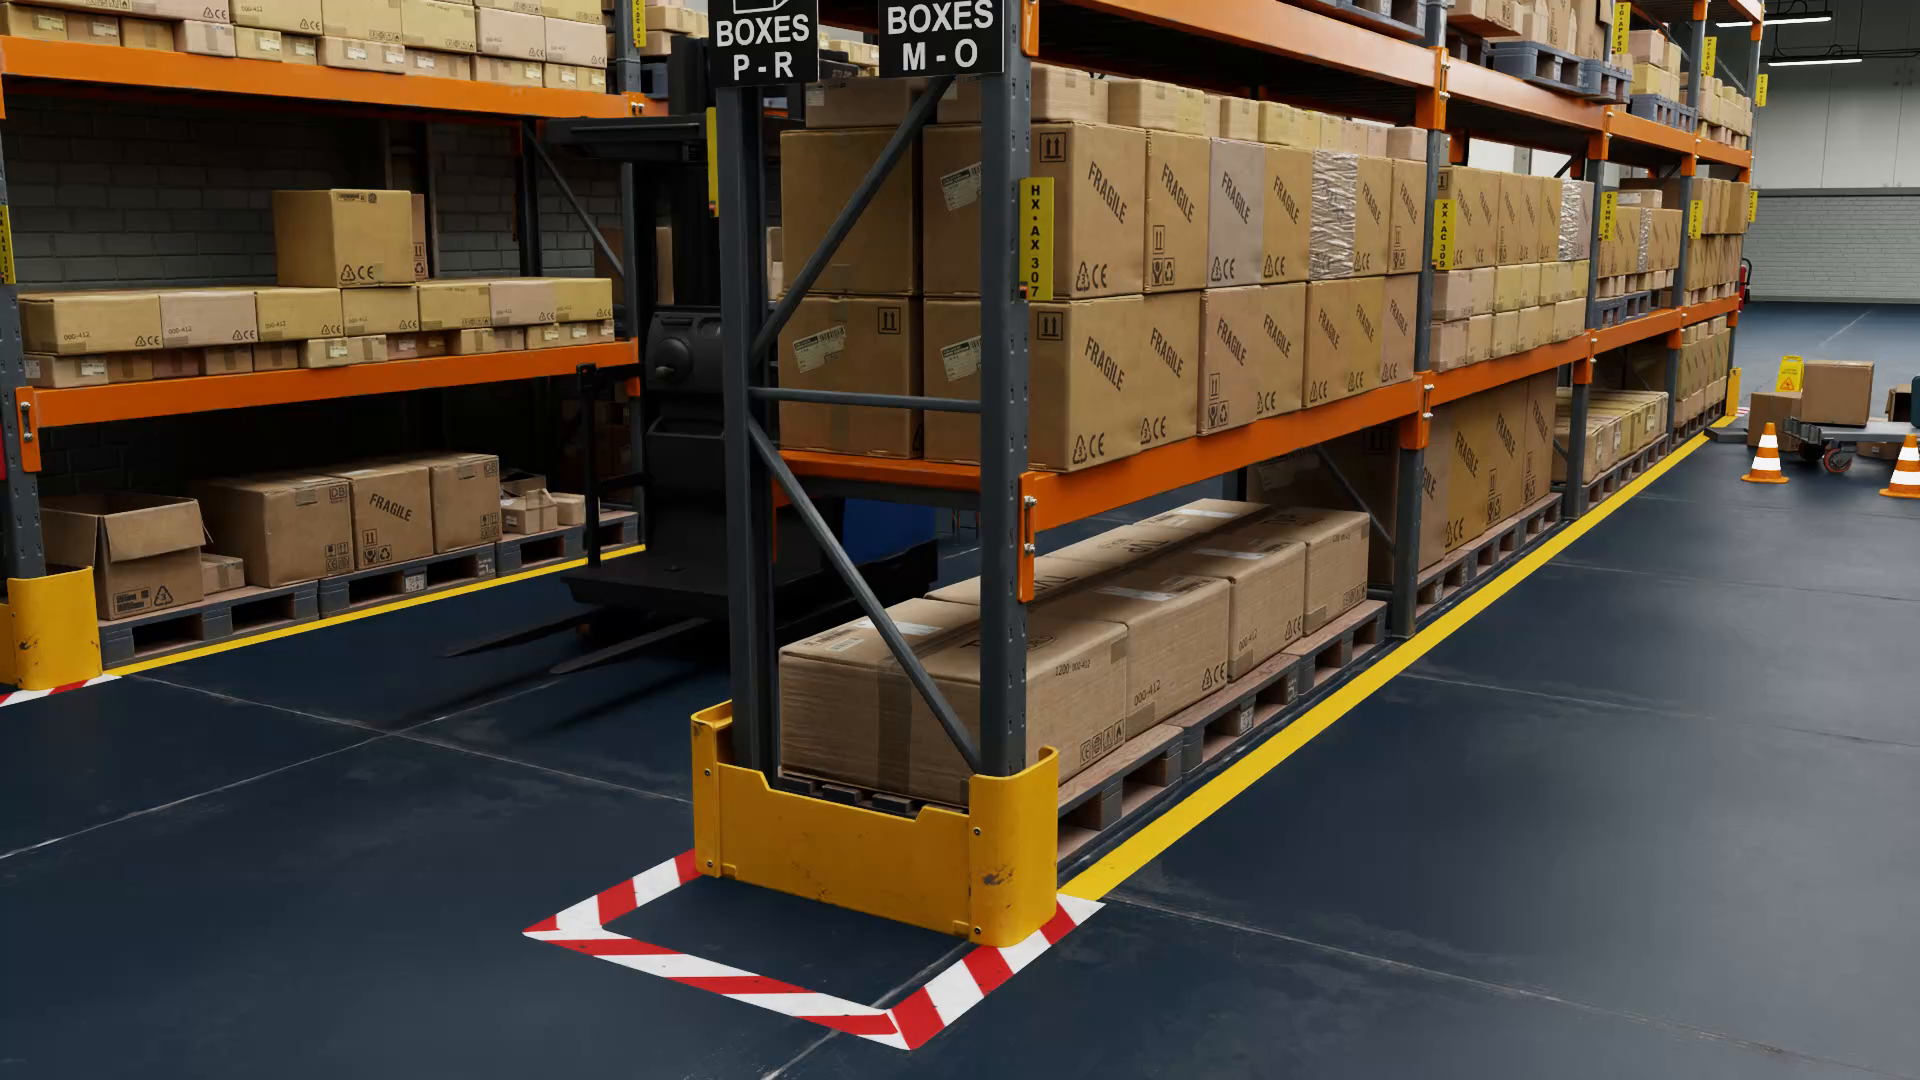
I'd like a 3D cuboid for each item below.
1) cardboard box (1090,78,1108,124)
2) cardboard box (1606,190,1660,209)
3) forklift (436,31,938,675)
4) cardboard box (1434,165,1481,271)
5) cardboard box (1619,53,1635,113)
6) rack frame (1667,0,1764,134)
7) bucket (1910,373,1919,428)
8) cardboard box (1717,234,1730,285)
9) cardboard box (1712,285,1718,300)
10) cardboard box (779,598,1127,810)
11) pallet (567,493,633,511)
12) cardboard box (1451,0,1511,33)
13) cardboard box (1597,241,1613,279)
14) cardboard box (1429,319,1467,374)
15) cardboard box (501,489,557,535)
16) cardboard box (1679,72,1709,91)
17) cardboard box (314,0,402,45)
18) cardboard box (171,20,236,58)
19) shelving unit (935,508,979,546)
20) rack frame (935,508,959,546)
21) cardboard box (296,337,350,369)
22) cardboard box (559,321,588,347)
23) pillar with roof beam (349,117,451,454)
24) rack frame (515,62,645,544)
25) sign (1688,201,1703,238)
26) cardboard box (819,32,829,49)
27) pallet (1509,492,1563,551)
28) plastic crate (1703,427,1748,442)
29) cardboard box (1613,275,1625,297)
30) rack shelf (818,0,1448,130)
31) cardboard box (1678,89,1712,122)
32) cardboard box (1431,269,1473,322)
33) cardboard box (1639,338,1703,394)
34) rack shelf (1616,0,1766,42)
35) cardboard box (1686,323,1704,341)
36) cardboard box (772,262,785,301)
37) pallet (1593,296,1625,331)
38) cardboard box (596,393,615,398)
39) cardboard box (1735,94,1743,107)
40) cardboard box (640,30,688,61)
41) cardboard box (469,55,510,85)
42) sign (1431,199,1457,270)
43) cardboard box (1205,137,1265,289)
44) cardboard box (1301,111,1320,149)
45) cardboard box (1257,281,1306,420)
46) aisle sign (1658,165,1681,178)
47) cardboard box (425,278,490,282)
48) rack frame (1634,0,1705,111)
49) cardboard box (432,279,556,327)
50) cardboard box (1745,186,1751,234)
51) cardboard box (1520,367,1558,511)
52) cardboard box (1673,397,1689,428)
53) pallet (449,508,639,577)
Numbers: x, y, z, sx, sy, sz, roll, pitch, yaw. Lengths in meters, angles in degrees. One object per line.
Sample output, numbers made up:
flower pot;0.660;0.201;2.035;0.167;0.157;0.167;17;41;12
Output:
cardboard box;0.231;-1.339;5.119;0.380;0.149;0.250;7;13;32
cardboard box;5.449;-2.761;13.481;0.380;0.149;0.250;6;12;28
forklift;-1.240;-0.954;7.998;1.130;2.935;3.031;5;12;26
cardboard box;2.286;-1.614;8.348;0.500;0.500;0.500;7;12;31
cardboard box;4.656;-3.428;12.597;0.797;0.503;0.637;6;12;31
rack frame;8.042;-5.867;17.756;1.000;3.000;0.127;6;12;31
bucket;8.348;-1.212;13.958;0.620;0.611;0.726;-20;21;-35
cardboard box;7.469;-2.846;16.838;0.500;0.500;0.500;6;12;30
cardboard box;7.426;-2.508;16.797;0.380;0.149;0.250;6;12;30
cardboard box;-0.008;0.537;5.669;0.875;0.438;0.875;6;12;29
pallet;-2.043;-0.266;11.716;1.003;0.211;1.213;6;12;31
cardboard box;2.517;-2.872;8.495;0.500;0.500;0.500;6;12;30
cardboard box;4.320;-2.111;11.772;0.500;0.500;0.500;6;12;29
cardboard box;2.266;-1.002;8.475;0.500;0.250;0.500;6;12;29
cardboard box;-2.656;-0.196;10.052;0.396;0.266;0.258;7;13;33
cardboard box;6.408;-4.051;14.719;0.380;0.149;0.250;6;12;30
cardboard box;-3.274;-2.711;8.648;0.500;0.250;0.500;6;12;30
cardboard box;-3.666;-2.367;7.890;0.380;0.149;0.250;7;13;32
shelving unit;-0.028;-0.508;10.727;0.215;1.050;0.252;6;12;31
rack frame;-0.091;-0.488;10.625;0.200;1.050;0.008;6;12;31
cardboard box;-3.393;-0.976;8.612;0.380;0.149;0.250;6;12;29
cardboard box;-2.499;-1.264;10.153;0.380;0.149;0.250;7;13;32
pillar with roof beam;0.115;-4.019;7.883;9.100;9.000;0.400;6;12;31
rack frame;-2.433;-1.505;10.757;1.000;3.000;0.127;6;12;31
sign;6.441;-2.806;14.561;0.100;0.325;0.005;6;12;31
cardboard box;-1.153;-3.511;11.779;0.380;0.149;0.250;6;12;31
pallet;3.415;-0.173;11.220;1.003;0.211;1.213;6;12;31
plastic crate;7.481;-1.023;16.116;0.402;0.080;0.583;2;11;11
cardboard box;4.733;-1.898;12.397;0.380;0.149;0.250;6;12;31
rack shelf;0.773;-1.838;6.337;1.077;0.370;4.000;6;12;31
cardboard box;6.427;-3.880;14.888;0.500;0.250;0.500;6;12;29
cardboard box;2.281;-1.246;8.420;0.500;0.250;0.500;6;12;29
cardboard box;6.770;-1.665;15.906;0.500;0.500;0.500;7;13;33
rack shelf;7.003;-5.198;16.142;1.077;0.370;4.000;6;12;31
cardboard box;6.884;-1.994;15.898;0.380;0.149;0.250;7;13;33
cardboard box;-1.383;-1.827;11.702;0.396;0.266;0.258;7;13;33
pallet;4.167;-1.689;12.258;1.213;0.211;1.003;6;12;31
cardboard box;-2.356;-0.929;11.568;0.380;0.149;0.250;6;12;31
cardboard box;7.835;-4.501;17.126;0.380;0.149;0.250;6;12;30
cardboard box;-1.938;-3.121;10.504;0.380;0.149;0.250;7;12;32
cardboard box;-2.775;-2.653;9.422;0.380;0.149;0.250;6;12;30
sign;2.287;-1.443;7.858;0.100;0.325;0.005;6;12;31
cardboard box;0.750;-1.155;5.897;0.500;0.500;0.500;6;12;30
cardboard box;1.206;-1.617;6.603;0.380;0.149;0.250;6;12;29
cardboard box;0.994;-0.740;6.401;0.500;0.500;0.500;7;13;33
aisle sign;7.809;-4.236;18.279;0.394;0.787;0.004;6;12;31
cardboard box;-3.175;-1.446;10.040;0.500;0.250;0.500;6;12;30
rack frame;5.965;-5.238;14.395;1.000;3.000;0.127;6;12;31
cardboard box;-2.736;-1.394;9.762;0.500;0.250;0.500;6;12;31
cardboard box;7.963;-3.504;17.638;0.700;0.500;0.500;6;12;29
cardboard box;3.459;-0.722;11.206;0.875;0.875;0.875;6;12;30
cardboard box;6.502;-1.212;15.520;0.500;0.250;0.500;6;12;28
pallet;-2.790;-0.026;10.437;1.003;0.211;1.213;6;12;31
